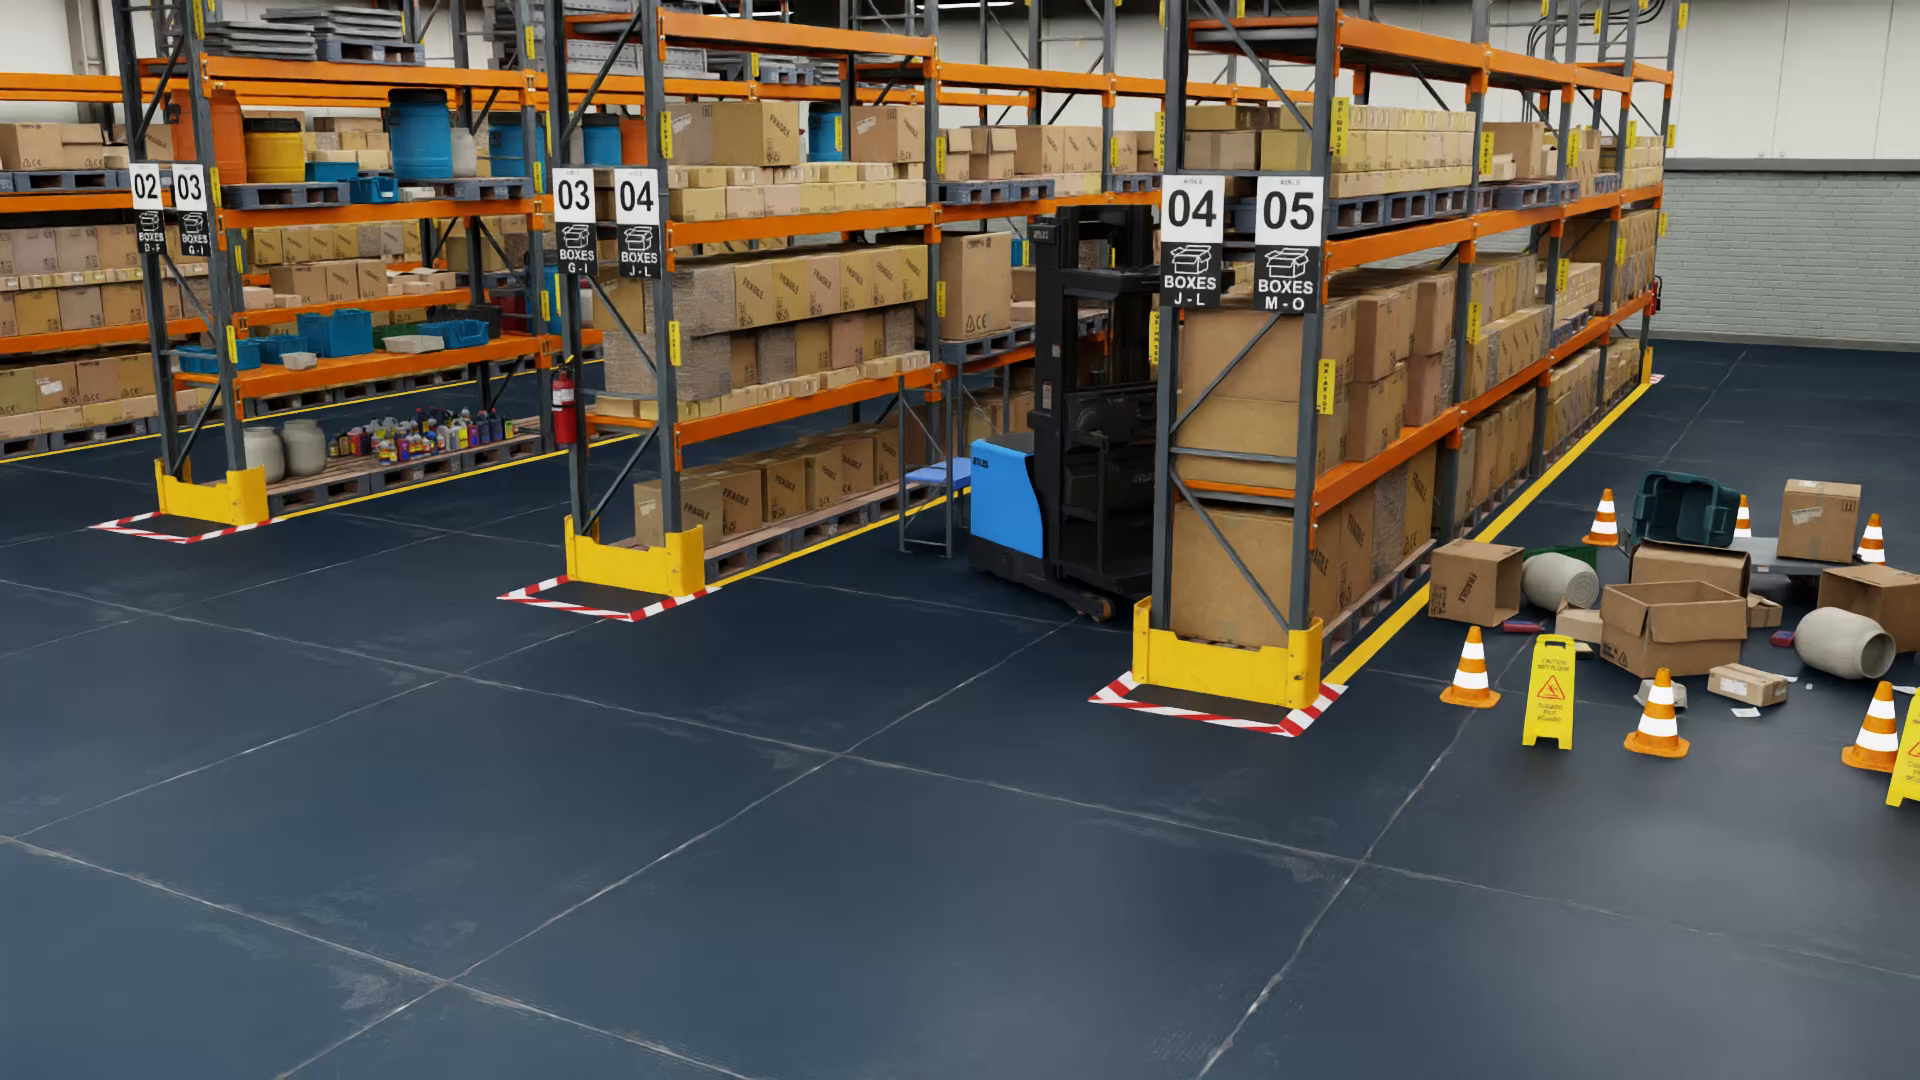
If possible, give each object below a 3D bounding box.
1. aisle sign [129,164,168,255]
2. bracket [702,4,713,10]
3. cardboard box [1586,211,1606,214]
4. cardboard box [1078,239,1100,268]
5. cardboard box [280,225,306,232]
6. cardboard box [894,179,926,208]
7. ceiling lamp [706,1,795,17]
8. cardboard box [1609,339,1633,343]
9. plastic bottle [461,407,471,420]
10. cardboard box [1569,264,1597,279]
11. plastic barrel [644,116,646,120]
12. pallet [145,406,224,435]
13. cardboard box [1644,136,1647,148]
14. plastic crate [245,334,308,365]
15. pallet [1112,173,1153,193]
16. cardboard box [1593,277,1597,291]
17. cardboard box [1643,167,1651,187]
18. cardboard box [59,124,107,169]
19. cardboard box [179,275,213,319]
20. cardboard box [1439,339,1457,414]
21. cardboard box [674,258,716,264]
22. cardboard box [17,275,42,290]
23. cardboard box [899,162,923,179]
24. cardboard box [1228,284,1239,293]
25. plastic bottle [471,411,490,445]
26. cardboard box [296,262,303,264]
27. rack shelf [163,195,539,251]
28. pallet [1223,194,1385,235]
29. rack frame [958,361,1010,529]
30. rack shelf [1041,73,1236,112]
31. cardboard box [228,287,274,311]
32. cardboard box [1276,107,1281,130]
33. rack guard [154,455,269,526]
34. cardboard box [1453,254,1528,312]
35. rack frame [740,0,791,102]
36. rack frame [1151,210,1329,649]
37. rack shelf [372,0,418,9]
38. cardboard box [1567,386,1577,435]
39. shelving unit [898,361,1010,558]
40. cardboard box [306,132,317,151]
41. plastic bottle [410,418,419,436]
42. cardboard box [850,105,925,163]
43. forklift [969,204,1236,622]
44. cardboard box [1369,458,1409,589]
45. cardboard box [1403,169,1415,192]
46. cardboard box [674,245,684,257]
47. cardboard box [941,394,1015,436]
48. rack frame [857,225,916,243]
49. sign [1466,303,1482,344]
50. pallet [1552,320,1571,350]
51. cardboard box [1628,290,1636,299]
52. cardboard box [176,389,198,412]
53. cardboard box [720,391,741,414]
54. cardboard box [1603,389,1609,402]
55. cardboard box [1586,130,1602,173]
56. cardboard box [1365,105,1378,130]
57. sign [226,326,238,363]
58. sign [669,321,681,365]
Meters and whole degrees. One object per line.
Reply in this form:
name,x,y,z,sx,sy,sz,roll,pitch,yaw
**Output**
aisle sign,-7.226,-2.945,14.804,0.394,0.787,0.004,7,15,28
bracket,-5.664,-11.917,37.085,0.235,0.232,0.430,7,15,28
cardboard box,8.473,-4.210,22.616,0.500,0.500,0.500,7,15,27
cardboard box,1.639,-3.427,19.996,0.797,0.503,0.637,8,16,30
cardboard box,-11.032,-5.168,27.081,0.500,0.250,0.500,7,15,27
cardboard box,-0.654,-3.184,15.262,0.500,0.250,0.500,8,16,30
ceiling lamp,-4.361,-12.087,33.013,2.000,3.185,0.800,7,15,28
cardboard box,9.226,-2.727,23.361,0.380,0.149,0.250,8,16,29
plastic bottle,-5.536,-1.355,18.638,0.097,0.271,0.097,0,14,0
cardboard box,7.346,-3.192,19.746,0.380,0.149,0.250,7,15,26
plastic barrel,-3.651,-4.862,20.831,0.600,0.901,0.600,0,14,0
pallet,-9.753,-1.531,20.435,1.003,0.211,1.213,7,15,28
cardboard box,8.765,-5.209,21.742,0.380,0.149,0.250,7,15,26
plastic crate,-6.633,-1.860,16.164,0.499,0.251,0.408,7,15,28
pallet,1.536,-4.247,19.754,1.213,0.211,1.003,8,16,31
cardboard box,7.352,-3.049,19.787,0.380,0.149,0.250,7,15,28
cardboard box,8.712,-4.746,21.741,0.500,0.250,0.500,8,16,31
cardboard box,-10.239,-4.502,18.994,0.797,0.503,0.637,9,16,34
cardboard box,-9.541,-3.002,20.373,0.700,0.500,0.500,7,15,27
cardboard box,3.463,-1.335,13.353,0.875,0.550,0.550,7,15,28
cardboard box,-2.310,-2.025,13.551,0.500,0.500,0.500,7,15,28
cardboard box,-10.390,-2.857,18.386,0.380,0.149,0.250,7,15,26
cardboard box,-0.566,-3.402,15.314,0.380,0.149,0.250,8,16,30
cardboard box,3.639,-3.464,23.040,0.380,0.149,0.250,7,15,28
plastic bottle,-5.150,-1.205,17.847,0.144,0.351,0.185,7,15,25
cardboard box,-11.029,-4.517,27.361,0.380,0.149,0.250,7,15,27
rack shelf,-5.965,-3.182,16.465,1.077,0.370,4.000,7,15,28
pallet,2.047,-2.087,10.581,1.003,0.211,1.213,7,15,28
rack frame,0.205,-0.816,14.718,0.500,1.500,0.032,7,15,28
rack shelf,2.238,-5.526,20.641,1.077,0.370,4.000,7,15,28
cardboard box,-9.132,-3.078,21.223,0.500,0.250,0.500,9,16,32
cardboard box,1.933,-2.760,10.906,0.380,0.149,0.250,8,16,29
rack guard,-6.936,-0.469,15.410,1.175,0.500,0.348,7,15,28
cardboard box,5.096,-2.500,16.157,0.700,0.500,0.500,7,15,27
rack frame,-3.531,-8.424,30.275,1.000,3.000,0.127,7,15,28
rack frame,1.697,-0.519,10.286,1.000,3.000,0.127,7,15,28
rack shelf,-10.770,-9.019,27.188,1.077,0.370,4.000,7,15,28
cardboard box,6.614,-1.475,18.688,0.500,0.500,0.500,7,15,27
shelving unit,-0.041,-0.712,14.285,0.538,1.500,1.048,7,15,28
cardboard box,-11.064,-6.480,27.460,0.700,0.500,0.500,8,16,31
plastic bottle,-5.881,-1.179,17.907,0.097,0.271,0.097,0,14,0
cardboard box,-0.656,-3.696,15.147,0.500,0.500,0.500,7,15,26
forklift,1.291,-0.956,12.246,1.130,2.935,3.031,-9,16,-32
cardboard box,2.833,-0.204,12.618,0.875,0.875,0.875,8,15,28
cardboard box,2.876,-2.453,11.335,0.380,0.149,0.250,8,15,29
cardboard box,-4.980,-4.809,27.868,0.500,0.500,0.500,8,16,30
cardboard box,0.171,-1.255,17.734,0.700,0.500,0.500,6,15,23
rack frame,-1.131,-4.125,25.243,1.000,3.000,0.127,7,15,28
sign,4.117,-1.736,13.320,0.100,0.325,0.005,7,15,28
pallet,5.816,-2.225,17.773,1.213,0.211,1.003,7,15,28
cardboard box,9.005,-3.375,22.668,0.380,0.149,0.250,7,15,26
cardboard box,-9.615,-1.691,20.120,0.500,0.250,0.500,7,15,28
cardboard box,-1.978,-1.110,13.272,0.380,0.149,0.250,7,15,28
cardboard box,7.955,-1.837,20.942,0.380,0.149,0.250,7,15,26
cardboard box,7.219,-4.627,19.815,0.700,0.500,0.500,7,15,28
cardboard box,2.383,-2.632,10.374,0.380,0.149,0.250,7,15,27
sign,-6.452,-1.734,14.736,0.100,0.325,0.005,7,15,28
sign,-2.121,-1.461,12.346,0.100,0.325,0.005,7,15,28
